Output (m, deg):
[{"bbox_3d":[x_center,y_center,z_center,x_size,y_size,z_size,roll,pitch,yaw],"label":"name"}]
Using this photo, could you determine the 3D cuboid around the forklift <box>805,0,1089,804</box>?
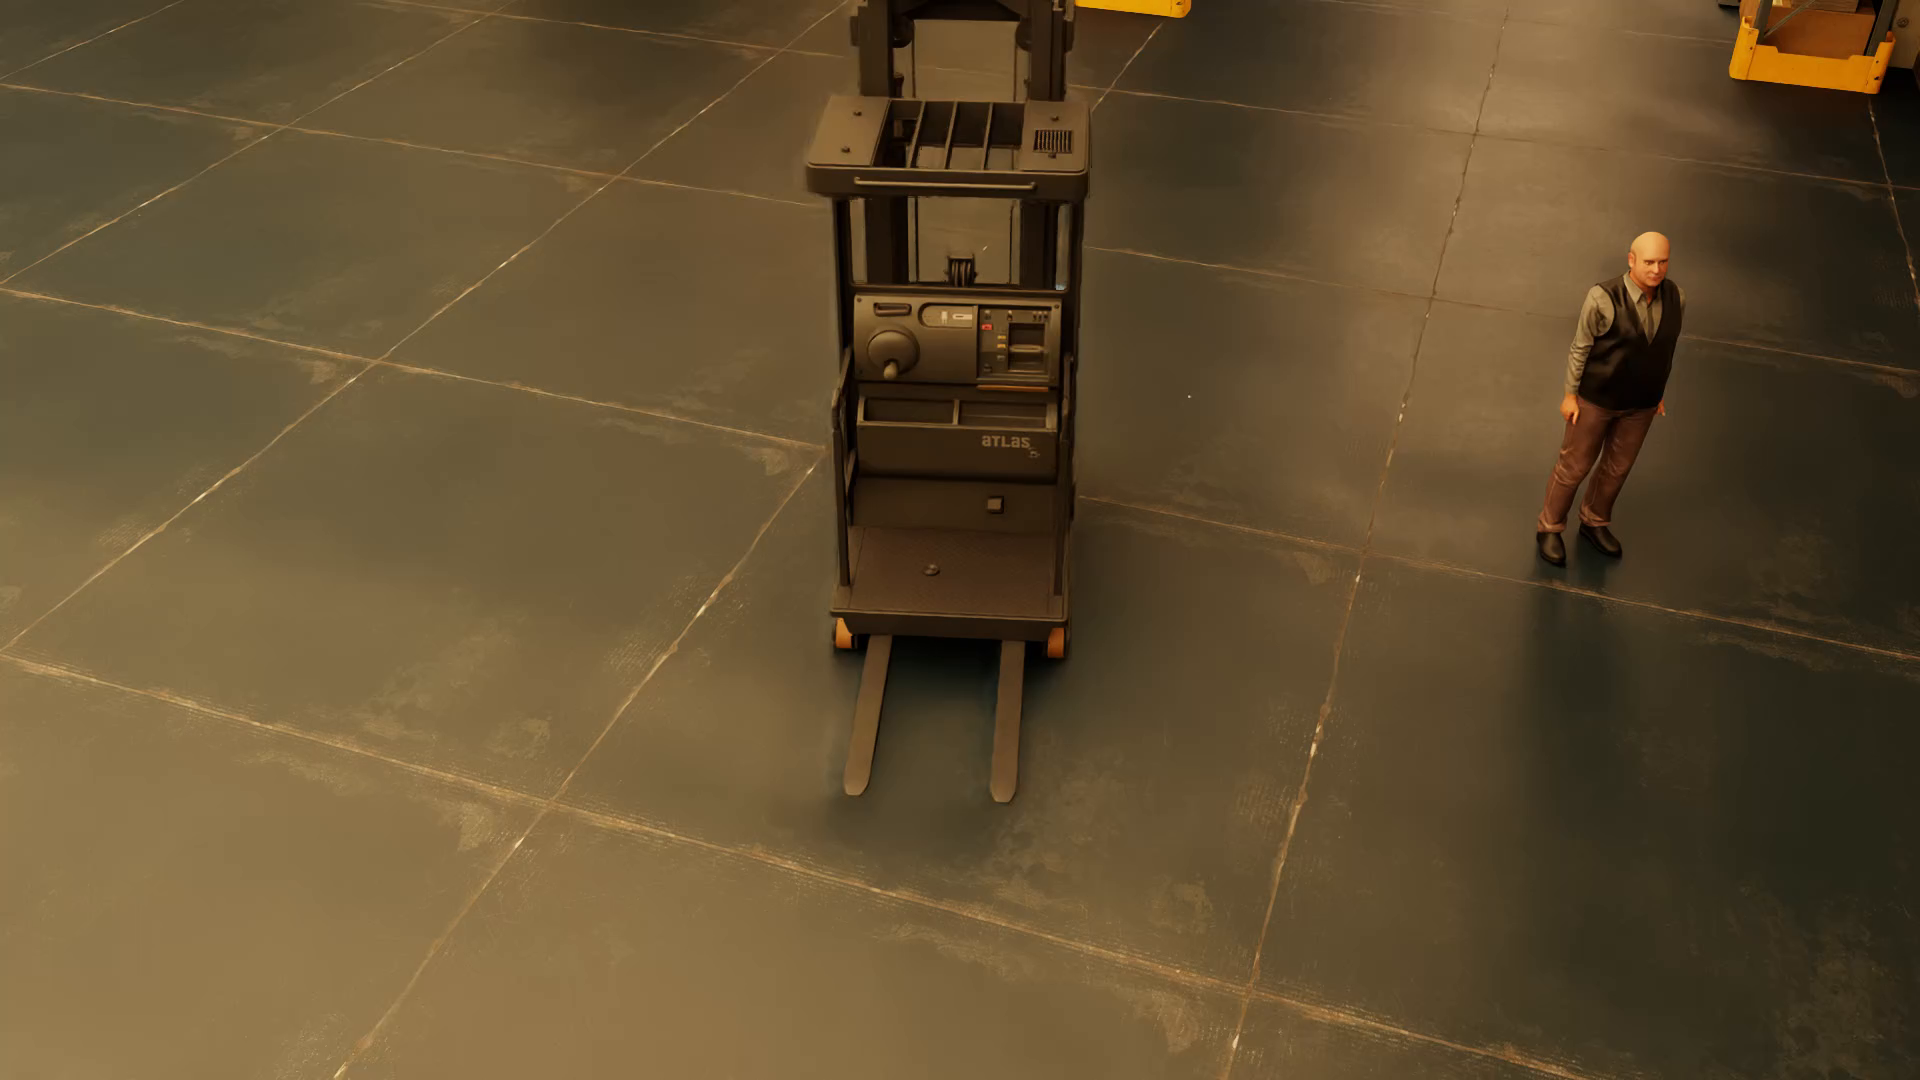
[{"bbox_3d":[-0.024,-0.834,7.287,1.130,2.935,3.031,2,35,3],"label":"forklift"}]

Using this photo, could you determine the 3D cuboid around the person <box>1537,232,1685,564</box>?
[{"bbox_3d":[3.204,-0.687,8.125,0.535,1.725,0.362,-5,36,-8],"label":"person"}]
